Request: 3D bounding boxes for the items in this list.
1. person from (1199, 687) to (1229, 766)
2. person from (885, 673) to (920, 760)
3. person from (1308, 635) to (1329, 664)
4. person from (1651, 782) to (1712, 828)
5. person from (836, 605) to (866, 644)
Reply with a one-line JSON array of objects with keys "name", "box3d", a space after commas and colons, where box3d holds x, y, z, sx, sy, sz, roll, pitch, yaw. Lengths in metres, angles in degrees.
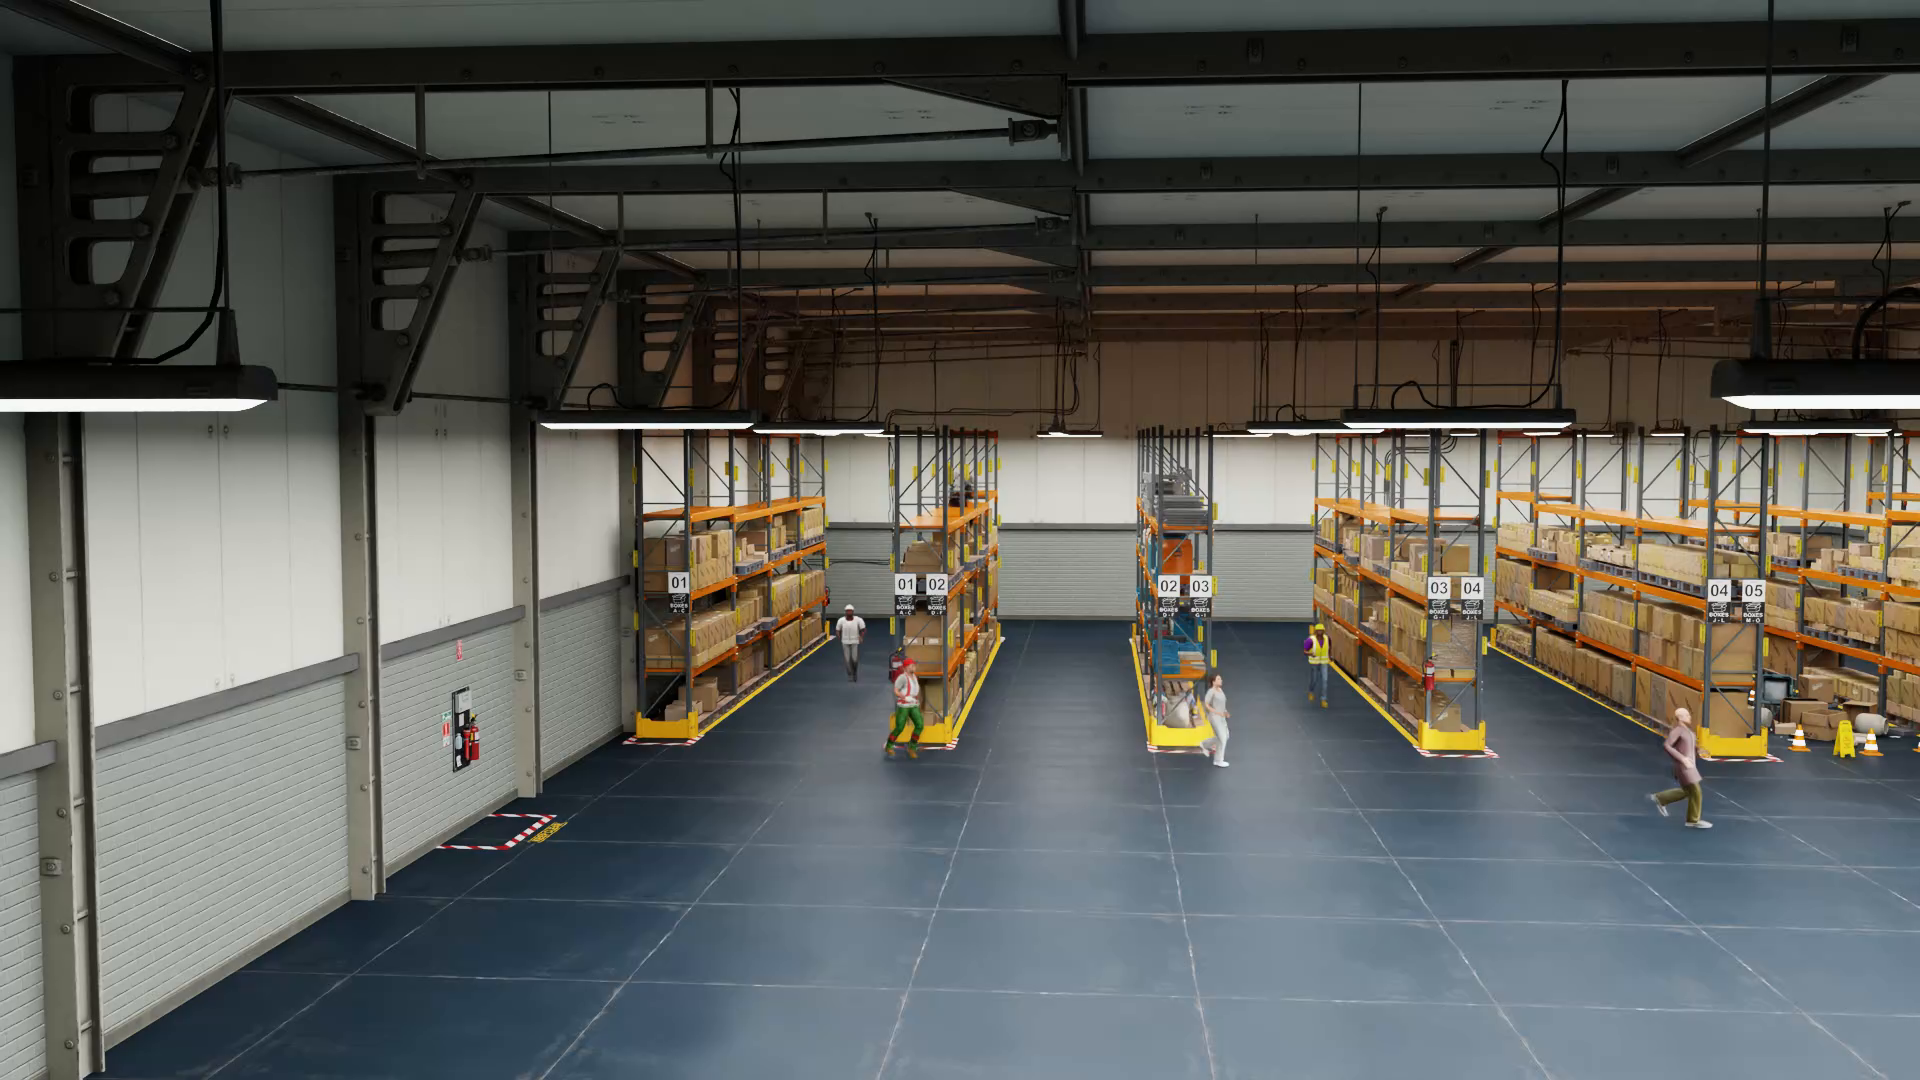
[{"name": "person", "box3d": [4.457, 3.270, 29.285, 0.625, 1.386, 0.545, 3, 4, 37]}, {"name": "person", "box3d": [-0.993, 3.167, 30.046, 0.700, 1.530, 0.507, 3, 5, 41]}, {"name": "person", "box3d": [7.733, 2.348, 35.809, 0.435, 0.631, 0.384, 0, 3, 0]}, {"name": "person", "box3d": [10.711, 3.718, 24.691, 0.897, 1.037, 0.391, 3, 4, 37]}, {"name": "person", "box3d": [-2.460, 1.891, 37.256, 0.674, 0.875, 0.518, 0, 3, 2]}]
